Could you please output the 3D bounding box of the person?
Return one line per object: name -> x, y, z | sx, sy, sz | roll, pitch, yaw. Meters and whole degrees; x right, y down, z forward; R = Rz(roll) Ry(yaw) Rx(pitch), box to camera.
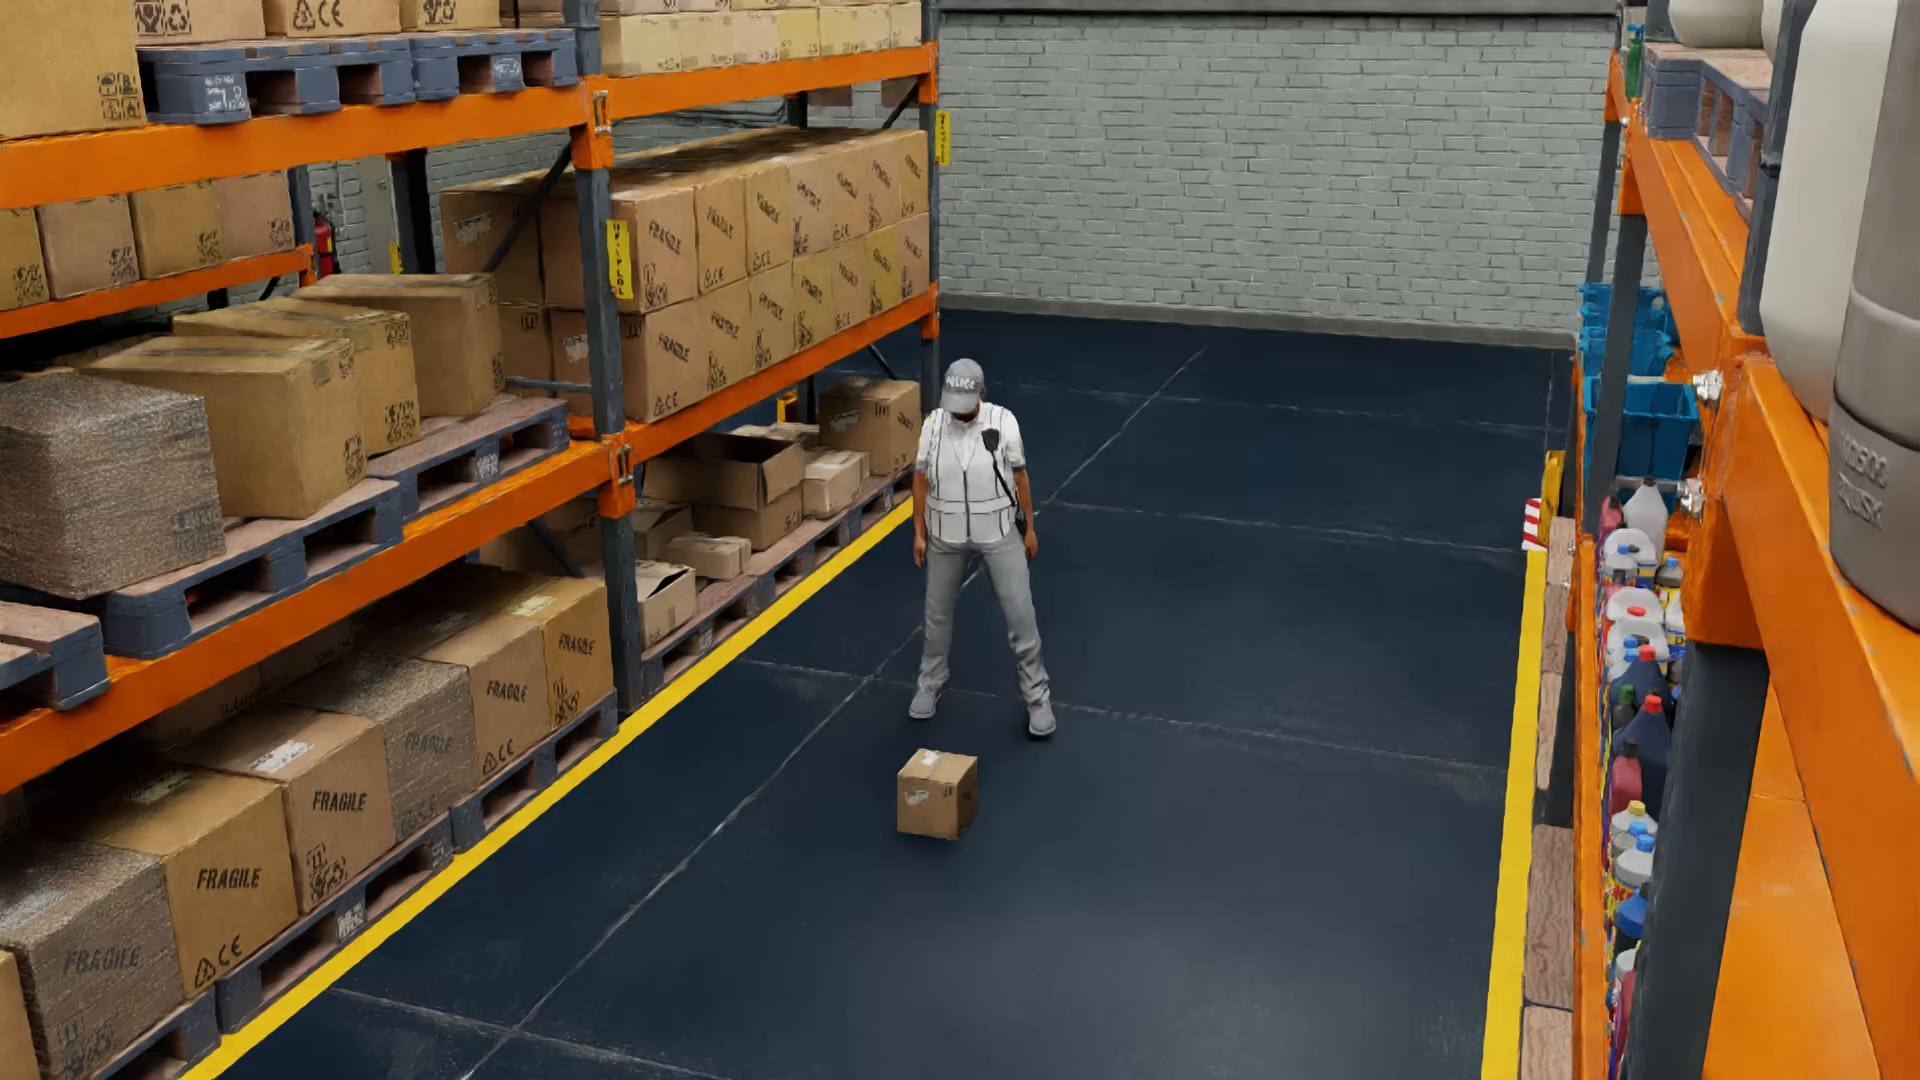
person -> 0.109, 0.013, 7.325 | 0.687, 1.653, 0.475 | 3, 19, 7
